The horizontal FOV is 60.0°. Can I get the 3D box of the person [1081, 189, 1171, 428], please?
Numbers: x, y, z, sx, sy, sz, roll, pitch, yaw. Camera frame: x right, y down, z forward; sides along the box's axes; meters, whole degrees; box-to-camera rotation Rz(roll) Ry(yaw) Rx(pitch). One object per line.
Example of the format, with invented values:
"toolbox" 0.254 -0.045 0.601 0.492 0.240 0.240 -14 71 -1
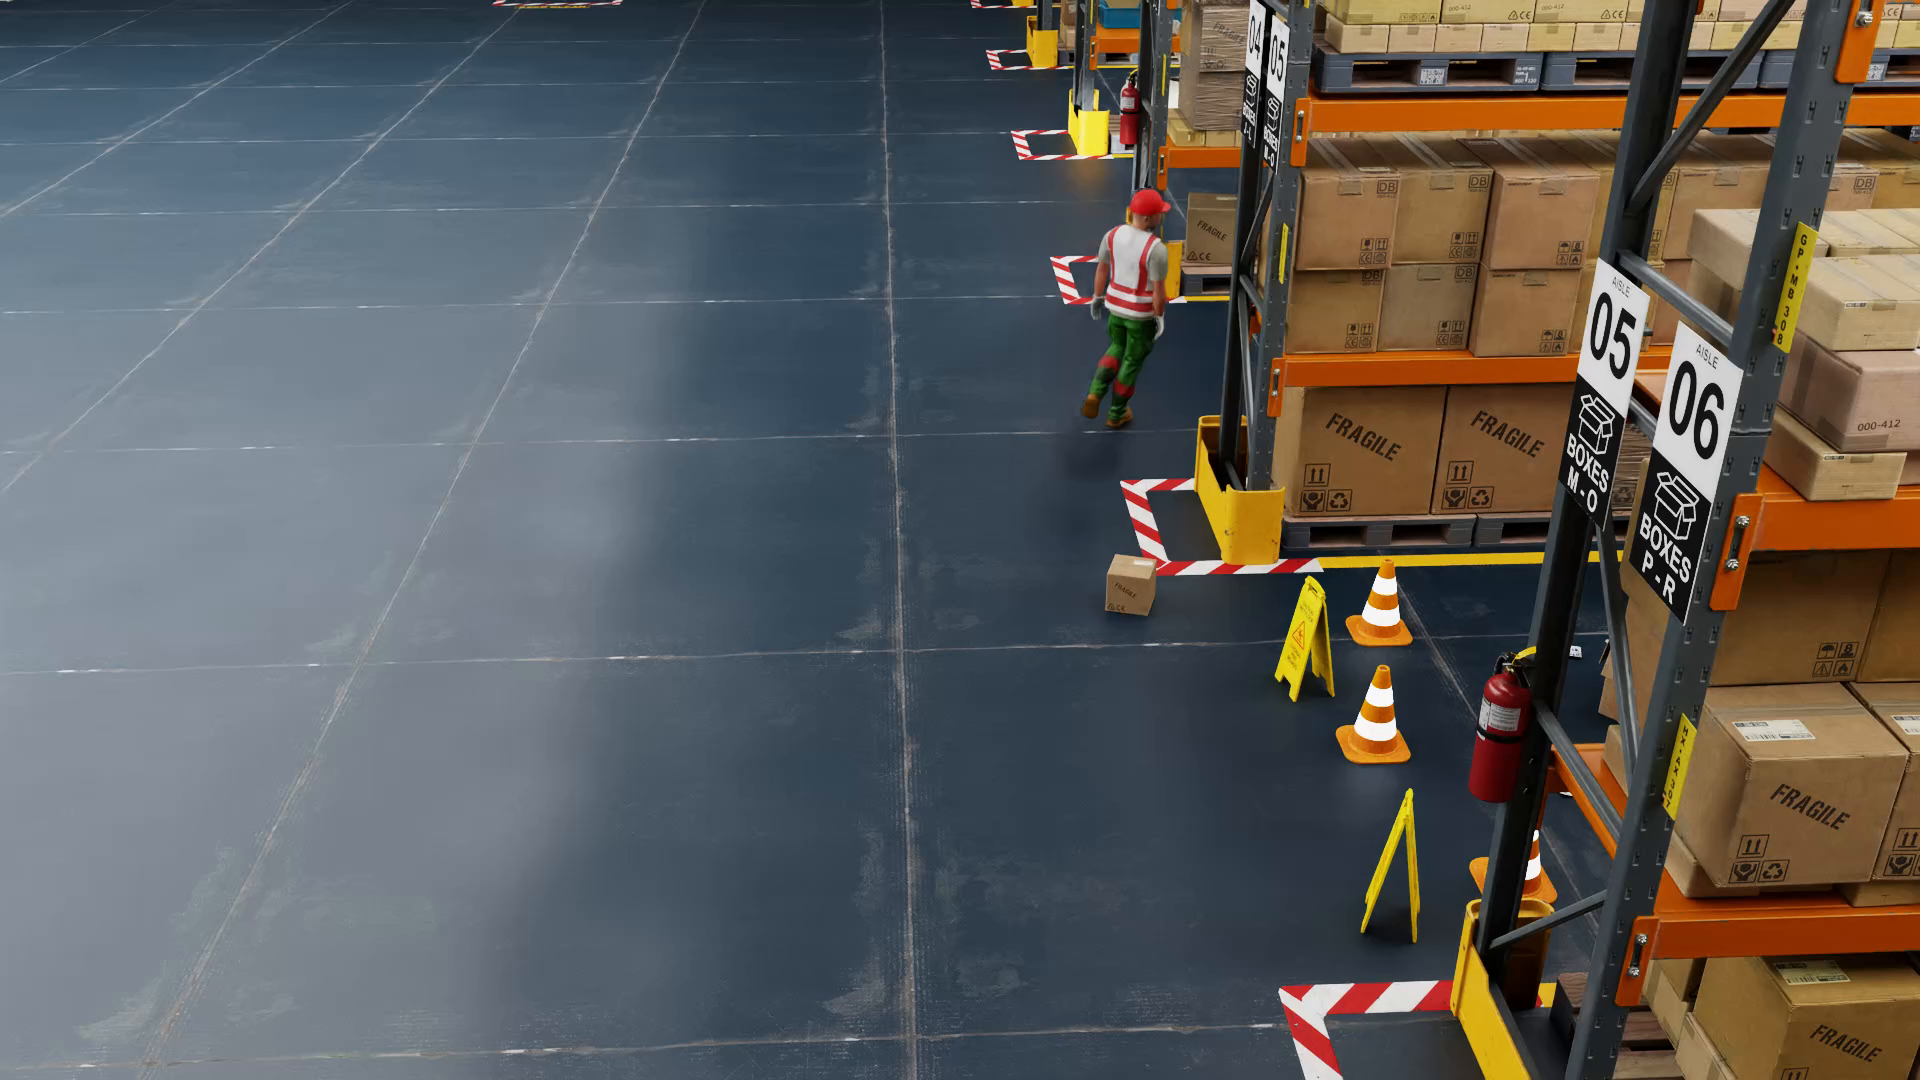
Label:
"person" 1.205 -1.615 11.673 0.626 1.767 0.482 20 33 34
